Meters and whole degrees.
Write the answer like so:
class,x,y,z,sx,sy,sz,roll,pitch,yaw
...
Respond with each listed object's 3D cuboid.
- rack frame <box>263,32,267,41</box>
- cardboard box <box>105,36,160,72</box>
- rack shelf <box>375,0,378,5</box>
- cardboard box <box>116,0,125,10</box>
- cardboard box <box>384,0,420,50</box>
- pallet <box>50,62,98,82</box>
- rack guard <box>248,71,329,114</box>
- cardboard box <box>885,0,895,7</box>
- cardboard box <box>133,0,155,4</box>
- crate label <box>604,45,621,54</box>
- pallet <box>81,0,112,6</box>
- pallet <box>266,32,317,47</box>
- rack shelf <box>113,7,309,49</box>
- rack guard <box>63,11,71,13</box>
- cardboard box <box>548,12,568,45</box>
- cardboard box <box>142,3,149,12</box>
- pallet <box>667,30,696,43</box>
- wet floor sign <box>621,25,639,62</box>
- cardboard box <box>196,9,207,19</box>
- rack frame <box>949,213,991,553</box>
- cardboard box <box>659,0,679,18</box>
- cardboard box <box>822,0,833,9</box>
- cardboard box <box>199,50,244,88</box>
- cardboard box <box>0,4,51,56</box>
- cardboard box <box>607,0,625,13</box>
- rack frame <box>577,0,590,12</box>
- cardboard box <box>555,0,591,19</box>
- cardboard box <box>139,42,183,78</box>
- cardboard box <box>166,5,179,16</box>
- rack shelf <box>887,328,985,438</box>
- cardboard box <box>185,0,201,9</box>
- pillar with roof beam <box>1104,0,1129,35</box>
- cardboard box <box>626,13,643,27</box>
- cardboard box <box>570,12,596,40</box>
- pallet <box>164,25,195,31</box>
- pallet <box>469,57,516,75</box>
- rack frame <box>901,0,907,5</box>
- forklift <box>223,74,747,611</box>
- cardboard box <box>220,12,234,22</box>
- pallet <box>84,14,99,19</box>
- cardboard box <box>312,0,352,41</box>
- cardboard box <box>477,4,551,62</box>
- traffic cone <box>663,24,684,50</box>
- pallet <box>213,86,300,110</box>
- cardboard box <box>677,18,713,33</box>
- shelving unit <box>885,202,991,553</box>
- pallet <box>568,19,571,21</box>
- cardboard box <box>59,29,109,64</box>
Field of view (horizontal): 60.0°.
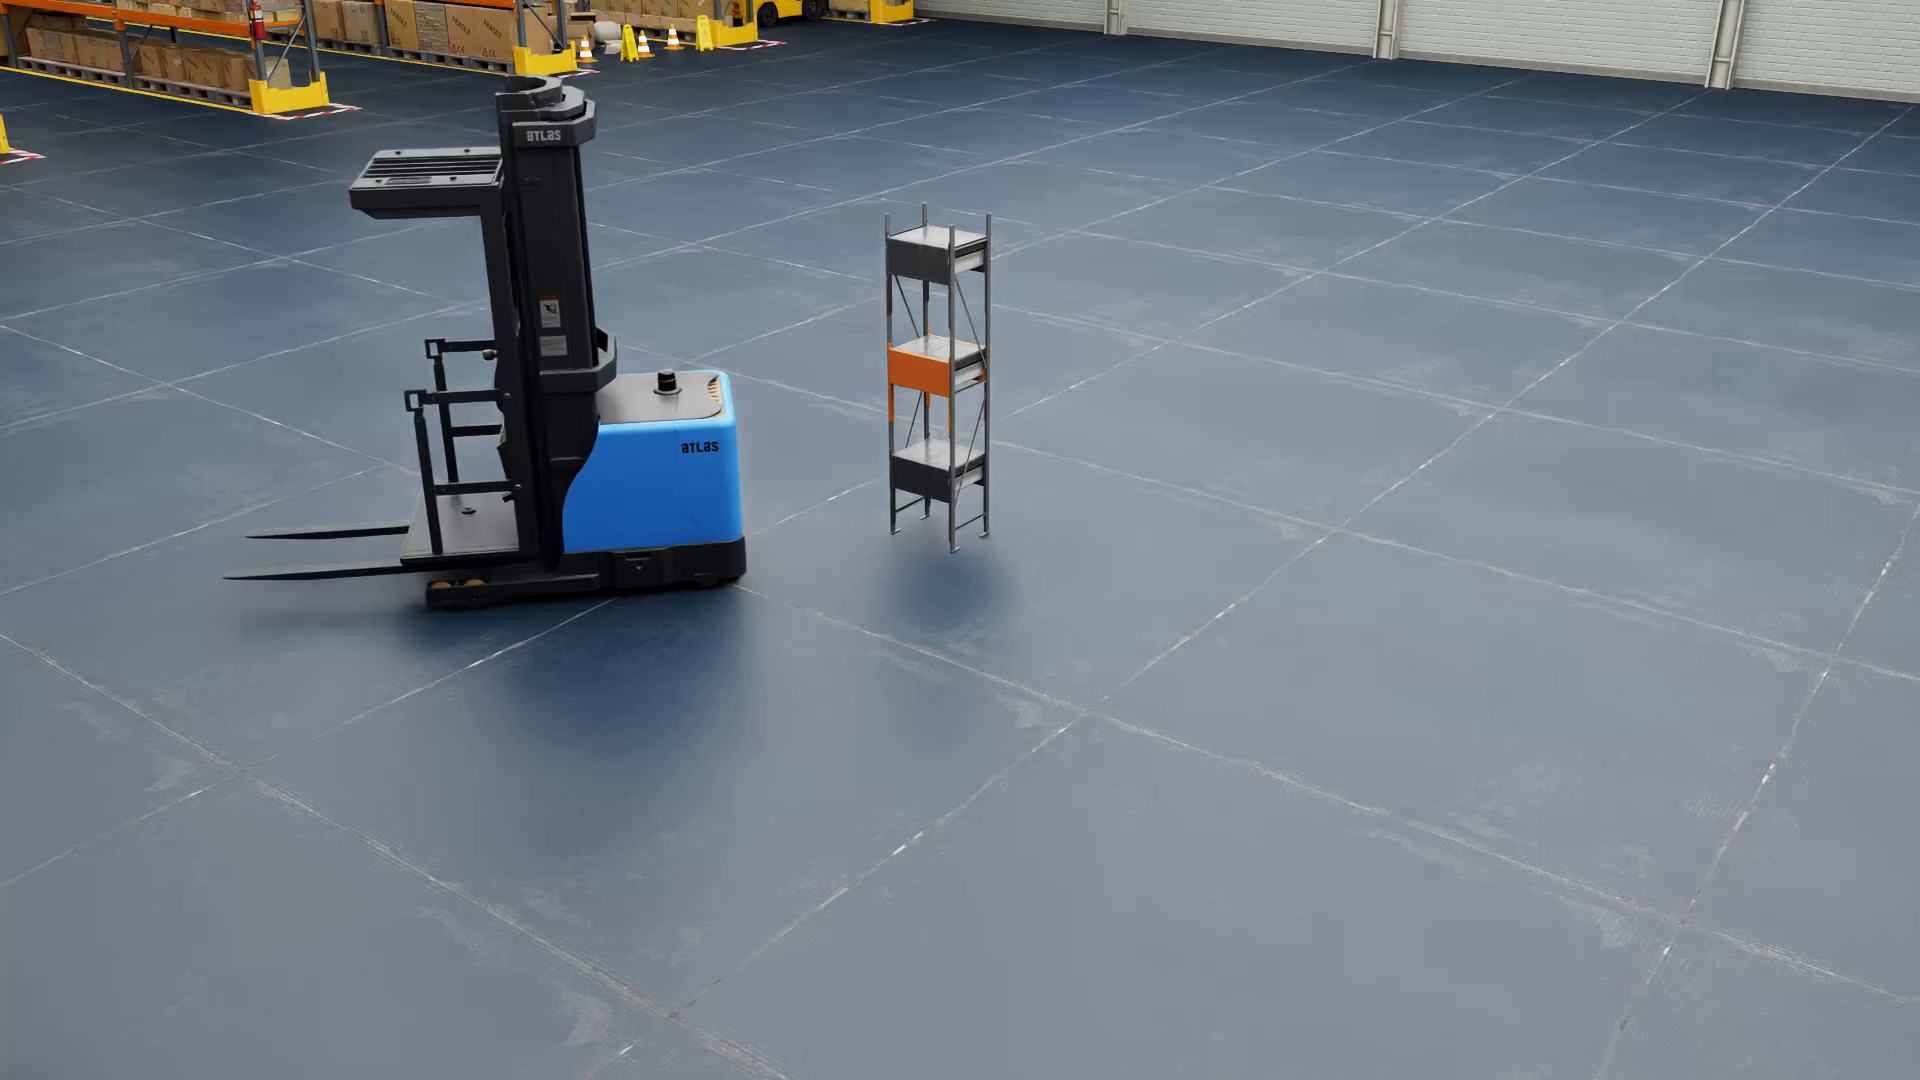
class,x,y,z,sx,sy,sz,roll,pitch,yaw
rack frame,-13.792,-11.653,33.477,0.127,3.000,1.000,17,29,33
cardboard box,-14.125,-8.322,28.473,0.500,0.500,0.700,14,28,29
rack shelf,-12.192,-10.840,32.524,4.000,0.370,1.077,17,29,33
cardboard box,-13.655,-8.846,27.417,0.250,0.149,0.380,17,29,33
cardboard box,-10.130,-9.731,31.229,0.875,0.875,0.875,17,29,34
pallet,-15.251,-8.316,29.363,1.213,0.211,1.003,17,29,33
rack guard,-10.507,-7.017,26.055,0.348,0.500,1.175,17,29,33
cardboard box,-1.805,-12.058,37.286,0.500,0.250,0.500,17,29,34
cardboard box,-12.945,-9.030,27.032,0.500,0.500,0.875,17,29,33
crate label,-6.681,-9.447,32.022,0.298,0.136,0.250,3,24,6
pallet,-14.171,-9.254,28.270,1.213,0.211,1.003,17,29,33
pallet,-13.207,-10.162,33.551,1.213,0.211,1.003,17,29,33
rack shelf,-12.047,-8.297,26.752,4.000,0.370,1.077,17,29,33
rack guard,-20.133,-12.425,38.330,0.348,0.500,1.175,17,29,33
cardboard box,-8.180,-10.091,32.860,0.503,0.637,0.797,17,29,33
cardboard box,-13.041,-8.672,27.024,0.250,0.149,0.380,17,29,33
pallet,-5.193,-10.290,33.842,1.213,0.211,1.003,17,29,33
wet floor sign,-6.180,-9.273,30.995,0.232,0.644,0.267,12,26,24
cardboard box,-11.808,-8.327,26.240,0.250,0.149,0.380,17,29,33
rack frame,0.063,-0.942,10.284,0.015,2.100,0.400,17,29,33
cardboard box,-5.720,-10.851,33.618,0.500,0.500,0.500,18,30,35
cardboard box,-2.881,-12.135,37.461,0.500,0.250,0.500,17,29,34
cardboard box,-11.924,-7.638,26.945,0.500,0.500,0.500,20,31,38
cardboard box,-17.388,-9.470,30.638,0.875,0.875,1.225,15,28,31
cardboard box,-6.958,-11.229,34.474,0.500,0.500,0.500,18,30,35
rack frame,-7.704,-12.307,34.962,0.127,3.000,1.000,17,29,33
cardboard box,-8.125,-11.423,35.693,0.625,0.372,0.950,17,29,34
cardboard box,-13.351,-8.048,27.876,0.500,0.500,0.500,16,28,32
cardboard box,-12.447,-8.487,26.604,0.250,0.149,0.380,17,29,33
rack shelf,-0.132,-0.988,10.423,0.480,0.518,0.431,17,29,33
cardboard box,-11.716,-8.683,26.244,0.500,0.500,0.875,17,29,33
pillar with roof beam,0.674,-13.307,29.790,0.400,9.000,9.100,17,29,33
cardboard box,-6.533,-10.758,34.336,0.500,0.250,0.500,16,29,33
cardboard box,-7.662,-10.466,33.881,0.500,0.500,0.500,-5,24,-12
pallet,-16.369,-11.156,35.808,1.213,0.211,1.003,17,29,33
pallet,-8.077,-8.610,30.030,1.213,0.211,1.003,17,29,33
rack frame,-1.529,-12.942,36.403,0.127,3.000,1.000,17,29,33
forklift,-2.868,-1.155,9.736,3.031,2.935,1.130,-4,24,-9
cardboard box,-11.229,-8.134,25.803,0.250,0.149,0.380,17,29,33
pallet,-19.504,-12.085,37.916,1.213,0.211,1.003,17,29,33
cardboard box,-11.912,-10.204,32.458,0.750,0.750,1.050,17,29,33
cardboard box,-7.973,-9.081,29.754,0.875,0.875,0.875,17,29,34
traffic cone,-5.621,-9.867,32.569,0.334,0.463,0.336,17,29,33
pallet,-11.136,-7.093,26.585,1.213,0.211,1.003,17,29,33
cardboard box,-5.330,-10.388,33.496,0.500,0.250,0.500,17,29,33
shelving unit,-0.132,-1.001,10.418,0.503,2.100,0.431,17,29,33
pallet,-8.327,-11.219,35.950,1.213,0.211,1.003,17,29,33
cardboard box,-15.390,-8.714,29.361,0.500,0.500,0.700,20,31,38
